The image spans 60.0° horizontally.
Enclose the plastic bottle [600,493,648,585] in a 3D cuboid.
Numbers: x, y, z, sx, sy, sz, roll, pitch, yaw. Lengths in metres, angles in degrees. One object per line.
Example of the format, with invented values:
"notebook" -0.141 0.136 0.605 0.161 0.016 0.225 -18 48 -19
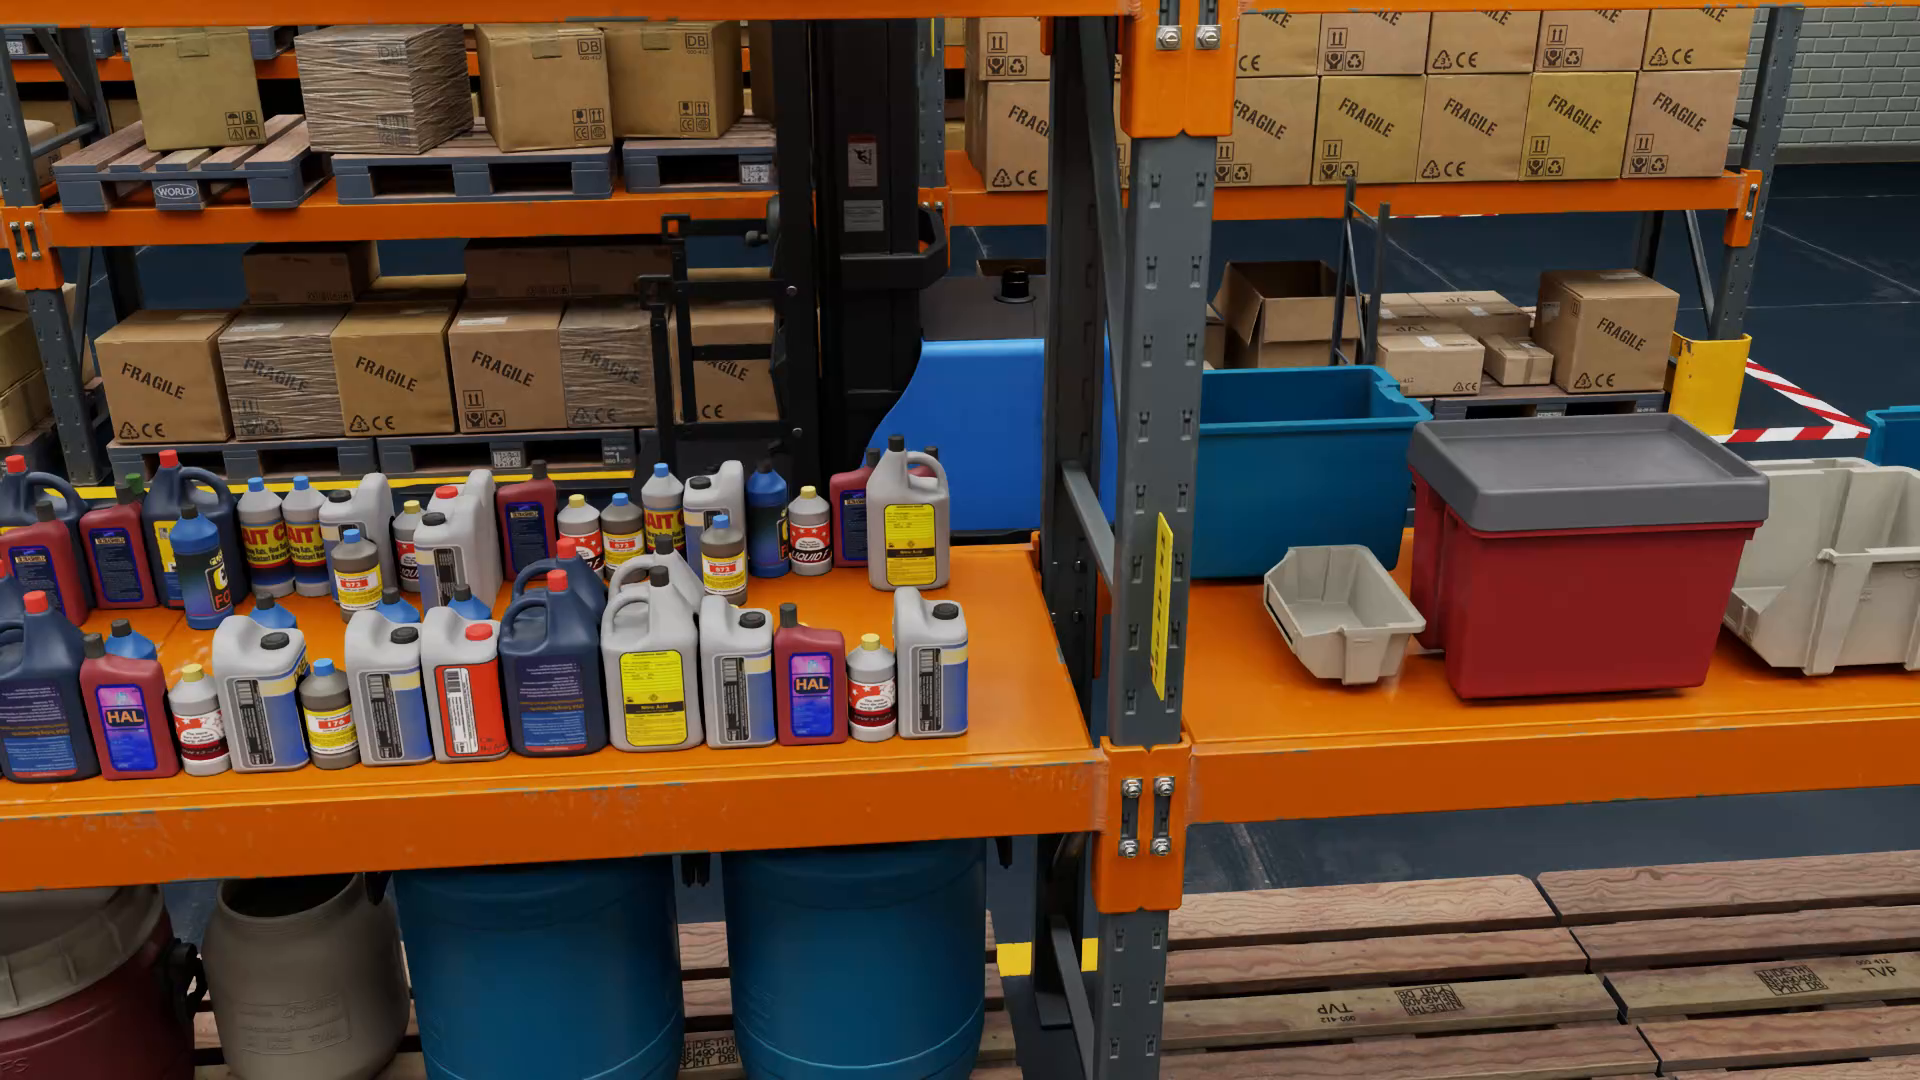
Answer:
"plastic bottle" -0.773 -0.009 3.822 0.097 0.201 0.097 0 24 0

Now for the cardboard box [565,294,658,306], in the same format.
"cardboard box" -1.712 -1.074 8.509 0.500 0.500 0.500 -2 24 -5

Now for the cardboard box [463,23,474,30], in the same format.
"cardboard box" -3.620 -3.945 11.919 0.500 0.500 0.500 -2 24 -3

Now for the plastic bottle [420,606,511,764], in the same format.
"plastic bottle" -0.922 0.261 3.122 0.135 0.276 0.152 -2 24 -5

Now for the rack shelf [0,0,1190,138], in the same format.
"rack shelf" -1.686 -0.939 2.861 4.000 0.370 1.077 -2 24 -5

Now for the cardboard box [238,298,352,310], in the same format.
"cardboard box" -3.252 -1.010 8.365 0.500 0.500 0.500 -1 24 -3

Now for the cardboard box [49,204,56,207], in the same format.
"cardboard box" -6.879 -2.801 12.395 0.500 0.500 0.700 -2 24 -5

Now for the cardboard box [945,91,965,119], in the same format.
"cardboard box" -0.079 -3.390 12.945 0.250 0.149 0.380 -2 24 -5

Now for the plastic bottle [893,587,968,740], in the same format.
"plastic bottle" -0.056 0.227 3.200 0.135 0.276 0.152 -2 24 -5

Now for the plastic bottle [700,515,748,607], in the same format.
"plastic bottle" -0.527 0.043 3.705 0.097 0.201 0.097 0 24 0

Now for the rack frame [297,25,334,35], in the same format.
"rack frame" -4.650 -3.821 12.154 0.127 3.000 1.000 -2 24 -5

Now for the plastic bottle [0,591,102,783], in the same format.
"plastic bottle" -1.675 0.259 3.035 0.185 0.351 0.144 -2 24 -5

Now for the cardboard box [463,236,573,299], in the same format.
"cardboard box" -2.179 -1.399 8.318 0.500 0.250 0.500 -3 24 -6

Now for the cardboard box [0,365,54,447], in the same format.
"cardboard box" -4.659 -0.635 7.854 0.500 0.250 0.500 -2 24 -4

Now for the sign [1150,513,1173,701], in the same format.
"sign" 0.356 0.119 2.947 0.005 0.325 0.100 -2 24 -5

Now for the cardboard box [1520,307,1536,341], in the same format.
"cardboard box" 3.102 -1.157 9.107 0.250 0.166 0.380 -2 24 -5

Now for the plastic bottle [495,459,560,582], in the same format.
"plastic bottle" -0.986 -0.046 3.803 0.133 0.283 0.061 -2 24 -5

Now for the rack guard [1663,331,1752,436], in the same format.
"rack guard" 3.726 -0.993 8.869 0.348 0.500 1.175 -2 24 -5

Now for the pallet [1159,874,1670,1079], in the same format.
"pallet" 1.032 1.253 4.172 1.213 0.211 1.003 -2 24 -5

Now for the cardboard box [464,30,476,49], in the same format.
"cardboard box" -3.537 -3.678 12.116 0.250 0.149 0.380 -3 24 -6

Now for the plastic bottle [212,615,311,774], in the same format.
"plastic bottle" -1.286 0.276 3.089 0.135 0.276 0.152 -2 24 -5

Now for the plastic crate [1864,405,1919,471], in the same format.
"plastic crate" 2.398 -0.146 4.017 0.300 0.233 0.416 -2 24 -5

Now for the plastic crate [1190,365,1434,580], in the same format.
"plastic crate" 0.735 -0.153 3.847 0.575 0.384 0.392 -2 24 -5

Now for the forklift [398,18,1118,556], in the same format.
"forklift" -0.890 -1.273 6.505 3.031 2.935 1.130 -2 24 -4

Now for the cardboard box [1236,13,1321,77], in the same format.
"cardboard box" 1.343 -2.428 7.664 0.500 0.500 0.500 -3 24 -7

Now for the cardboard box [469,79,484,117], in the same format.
"cardboard box" -3.905 -3.007 12.452 0.750 0.750 0.750 -3 24 -6

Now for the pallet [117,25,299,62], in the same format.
"pallet" -5.349 -3.662 12.032 1.003 0.211 1.213 -2 24 -5

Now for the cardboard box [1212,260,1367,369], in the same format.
"cardboard box" 1.690 -1.116 8.600 0.637 0.503 0.797 -2 24 -5

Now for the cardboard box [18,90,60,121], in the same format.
"cardboard box" -6.945 -3.140 12.235 0.500 0.250 0.500 -3 24 -7

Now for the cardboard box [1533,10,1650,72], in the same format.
"cardboard box" 2.883 -2.492 7.809 0.500 0.500 0.500 -2 24 -4

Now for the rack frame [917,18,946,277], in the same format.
"rack frame" -0.179 -1.979 8.009 0.127 3.000 1.000 -2 24 -5

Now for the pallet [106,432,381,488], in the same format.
"pallet" -3.413 -0.559 8.249 1.213 0.211 1.003 -2 24 -5

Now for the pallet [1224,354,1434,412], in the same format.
"pallet" 1.721 -0.781 8.749 1.213 0.211 1.003 -2 24 -5

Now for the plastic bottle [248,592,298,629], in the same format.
"plastic bottle" -1.317 0.228 3.202 0.097 0.271 0.097 0 24 0

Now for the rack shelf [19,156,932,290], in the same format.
"rack shelf" -2.169 -1.570 7.975 4.000 0.370 1.077 -2 24 -5

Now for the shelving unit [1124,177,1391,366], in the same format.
"shelving unit" 1.150 -0.720 7.022 1.048 1.500 0.538 -2 24 -4

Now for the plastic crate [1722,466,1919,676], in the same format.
"plastic crate" 1.842 0.064 3.486 0.530 0.282 0.437 -2 24 -5

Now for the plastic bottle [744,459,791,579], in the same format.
"plastic bottle" -0.445 -0.054 3.838 0.097 0.271 0.097 0 24 0

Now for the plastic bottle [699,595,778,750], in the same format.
"plastic bottle" -0.420 0.241 3.167 0.135 0.276 0.152 -2 24 -5

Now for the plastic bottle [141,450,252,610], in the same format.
"plastic bottle" -1.699 -0.031 3.687 0.185 0.351 0.144 -2 24 -5

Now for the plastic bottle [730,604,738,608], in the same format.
"plastic bottle" -0.451 0.226 3.294 0.097 0.201 0.097 0 24 0

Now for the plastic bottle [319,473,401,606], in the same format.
"plastic bottle" -1.346 -0.009 3.730 0.135 0.276 0.152 -2 24 -5

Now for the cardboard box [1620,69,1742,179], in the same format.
"cardboard box" 3.383 -2.056 8.060 0.500 0.500 0.500 -2 24 -4

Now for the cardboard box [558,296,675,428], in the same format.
"cardboard box" -1.634 -0.866 8.041 0.500 0.500 0.500 -2 24 -4

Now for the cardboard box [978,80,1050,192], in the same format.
"cardboard box" 0.355 -1.935 7.787 0.500 0.500 0.500 -2 24 -4

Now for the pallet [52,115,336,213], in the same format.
"pallet" -3.492 -1.787 7.813 1.003 0.211 1.213 -2 24 -5

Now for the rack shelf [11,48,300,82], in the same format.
"rack shelf" -6.640 -3.413 12.121 4.000 0.370 1.077 -2 24 -5

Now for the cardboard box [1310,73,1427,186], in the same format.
"cardboard box" 1.868 -1.996 7.925 0.500 0.500 0.500 -3 24 -6

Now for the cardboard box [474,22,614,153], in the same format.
"cardboard box" -1.931 -2.121 7.688 0.500 0.500 0.700 -9 25 -18

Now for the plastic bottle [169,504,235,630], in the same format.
"plastic bottle" -1.644 0.053 3.597 0.097 0.271 0.097 0 24 0

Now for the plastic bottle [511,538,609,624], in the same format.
"plastic bottle" -0.776 0.164 3.248 0.185 0.351 0.144 -2 24 -5

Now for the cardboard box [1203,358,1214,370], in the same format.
"cardboard box" 1.120 -0.853 8.423 0.250 0.166 0.380 -2 24 -5

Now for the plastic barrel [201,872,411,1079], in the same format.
"plastic barrel" -1.514 0.998 3.858 0.421 0.512 0.421 0 24 0

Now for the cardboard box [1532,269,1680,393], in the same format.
"cardboard box" 3.285 -1.076 8.514 0.500 0.500 0.500 -2 24 -5

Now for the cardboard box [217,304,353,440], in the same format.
"cardboard box" -3.158 -0.804 7.901 0.500 0.500 0.500 -3 24 -7

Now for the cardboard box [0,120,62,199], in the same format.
"cardboard box" -4.526 -1.782 7.675 0.500 0.311 0.500 -1 24 -2

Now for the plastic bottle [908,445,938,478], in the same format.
"plastic bottle" -0.103 -0.081 3.883 0.133 0.283 0.061 -2 24 -5
